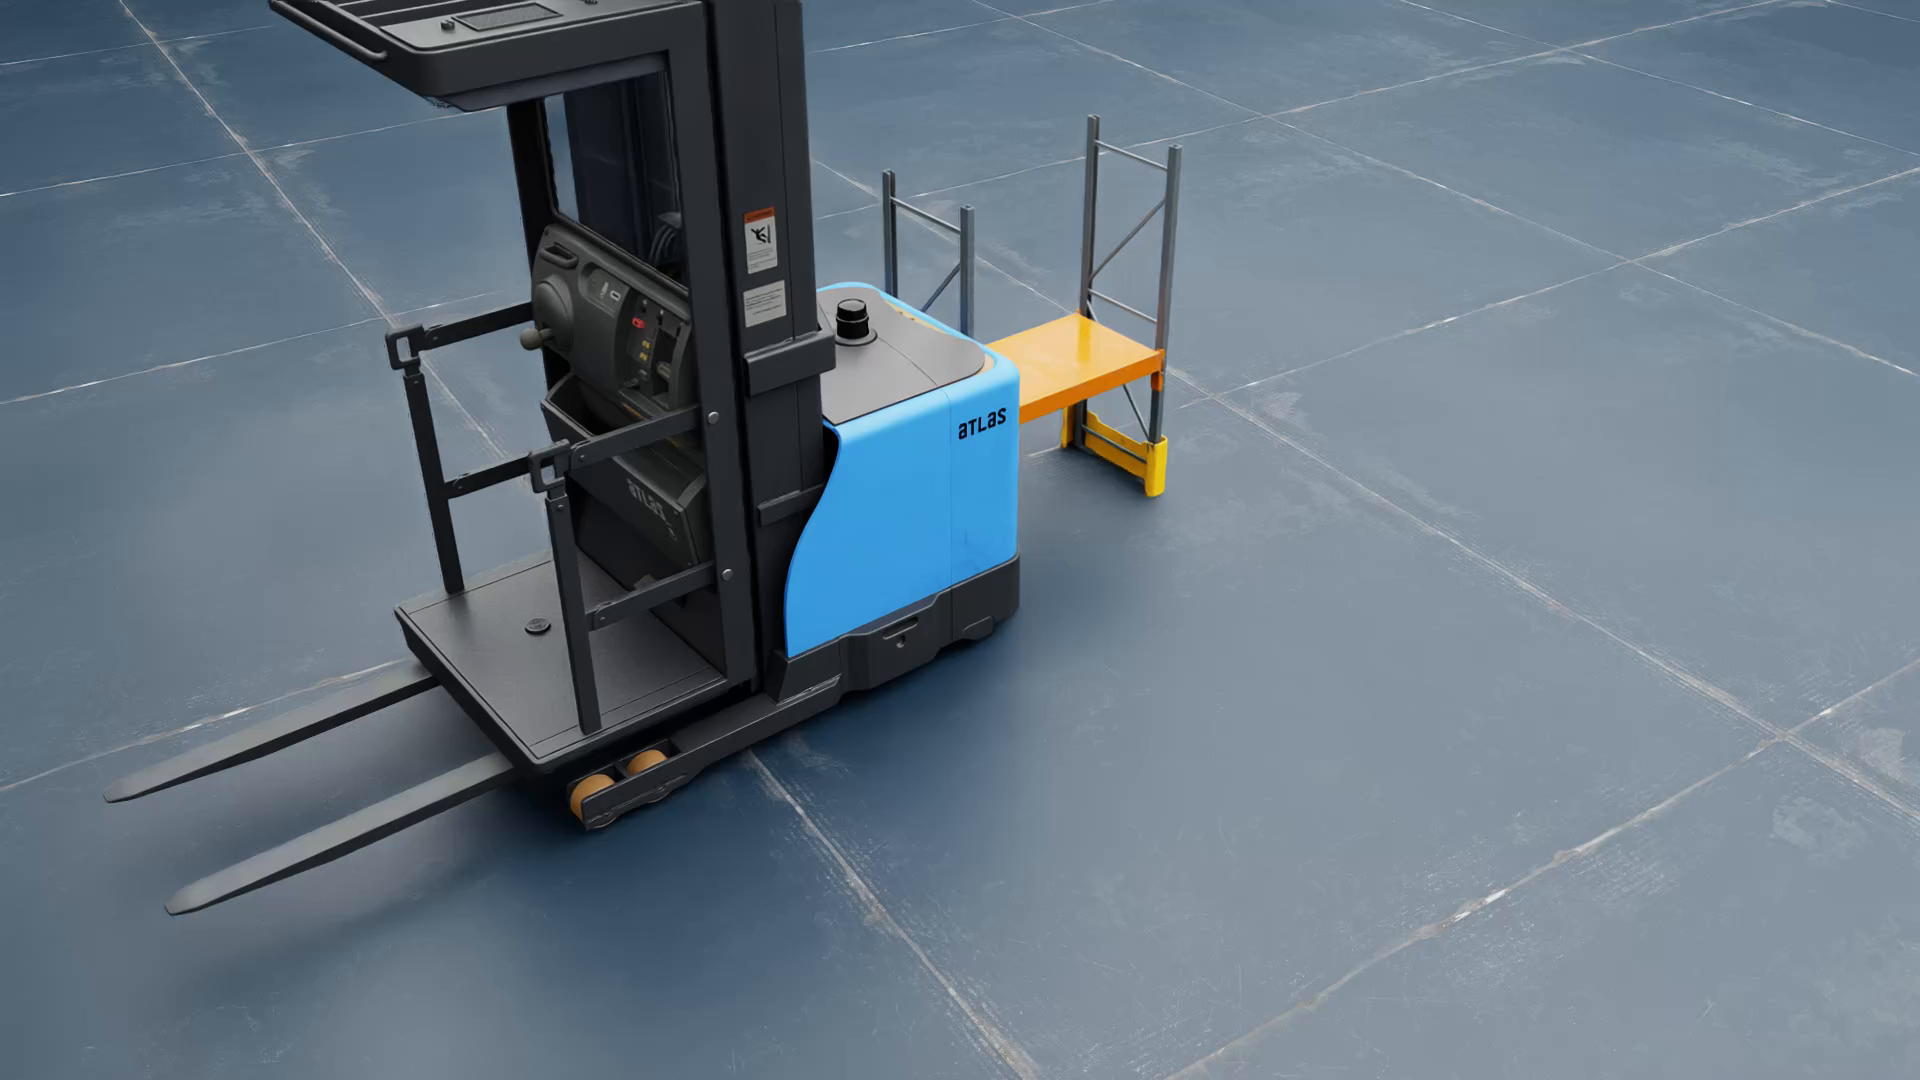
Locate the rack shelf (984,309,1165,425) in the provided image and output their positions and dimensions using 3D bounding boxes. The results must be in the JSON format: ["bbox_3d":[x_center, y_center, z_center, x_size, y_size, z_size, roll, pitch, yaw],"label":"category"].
[{"bbox_3d":[0.279,-0.634,6.686,1.000,0.185,0.538,-23,39,-32],"label":"rack shelf"}]

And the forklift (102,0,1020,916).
[{"bbox_3d":[-1.244,-0.643,5.022,3.031,2.935,1.130,-23,39,-32],"label":"forklift"}]

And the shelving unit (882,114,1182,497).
[{"bbox_3d":[0.272,-0.783,6.585,1.083,1.500,0.587,-23,39,-32],"label":"shelving unit"}]

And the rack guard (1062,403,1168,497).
[{"bbox_3d":[0.660,-0.421,7.183,0.087,0.250,0.587,-23,39,-32],"label":"rack guard"}]

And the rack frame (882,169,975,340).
[{"bbox_3d":[-0.117,-0.616,6.321,0.032,1.500,0.500,-23,39,-32],"label":"rack frame"}]

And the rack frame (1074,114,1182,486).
[{"bbox_3d":[0.676,-0.956,6.859,0.032,1.500,0.500,-23,39,-32],"label":"rack frame"}]
